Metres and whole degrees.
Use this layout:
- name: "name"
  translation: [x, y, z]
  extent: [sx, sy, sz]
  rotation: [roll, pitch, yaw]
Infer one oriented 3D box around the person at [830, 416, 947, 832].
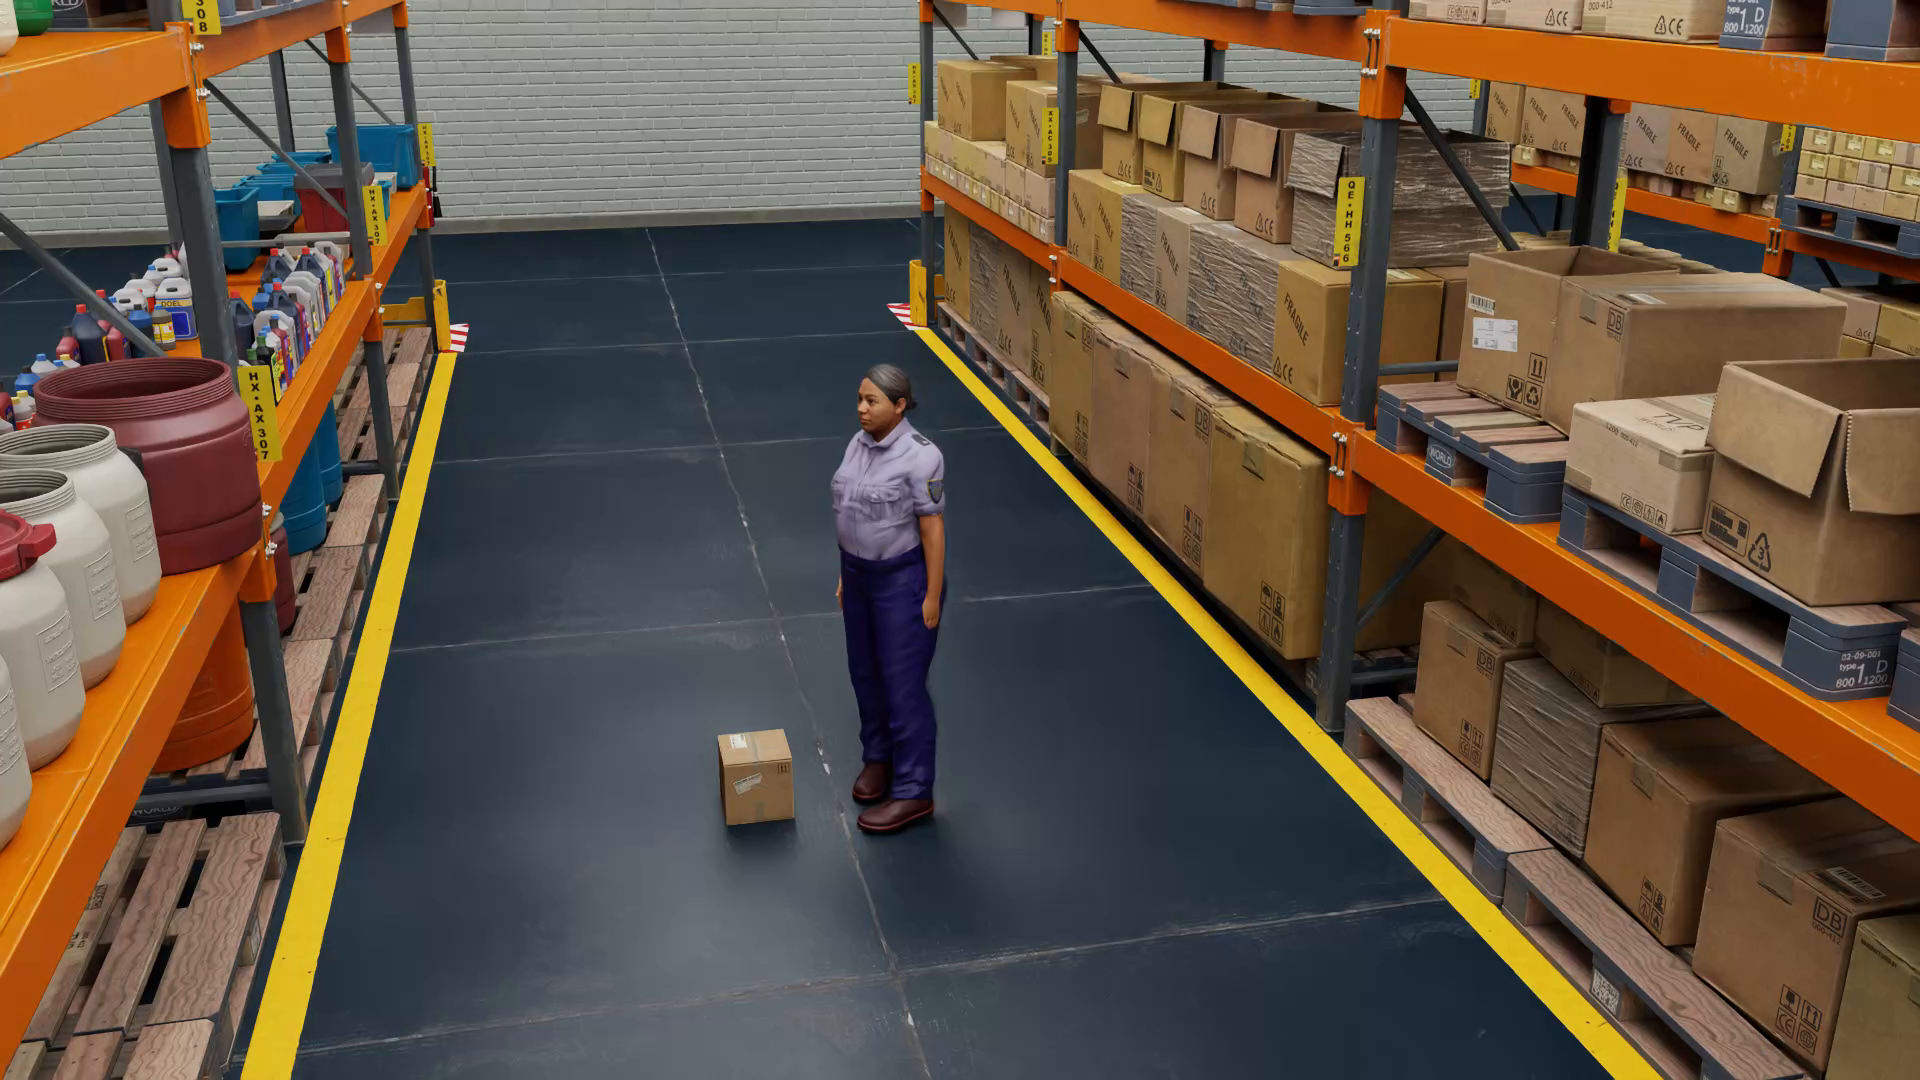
- name: "person"
  translation: [-0.293, 0.282, 6.060]
  extent: [0.477, 1.455, 0.553]
  rotation: [-16, 25, -38]
